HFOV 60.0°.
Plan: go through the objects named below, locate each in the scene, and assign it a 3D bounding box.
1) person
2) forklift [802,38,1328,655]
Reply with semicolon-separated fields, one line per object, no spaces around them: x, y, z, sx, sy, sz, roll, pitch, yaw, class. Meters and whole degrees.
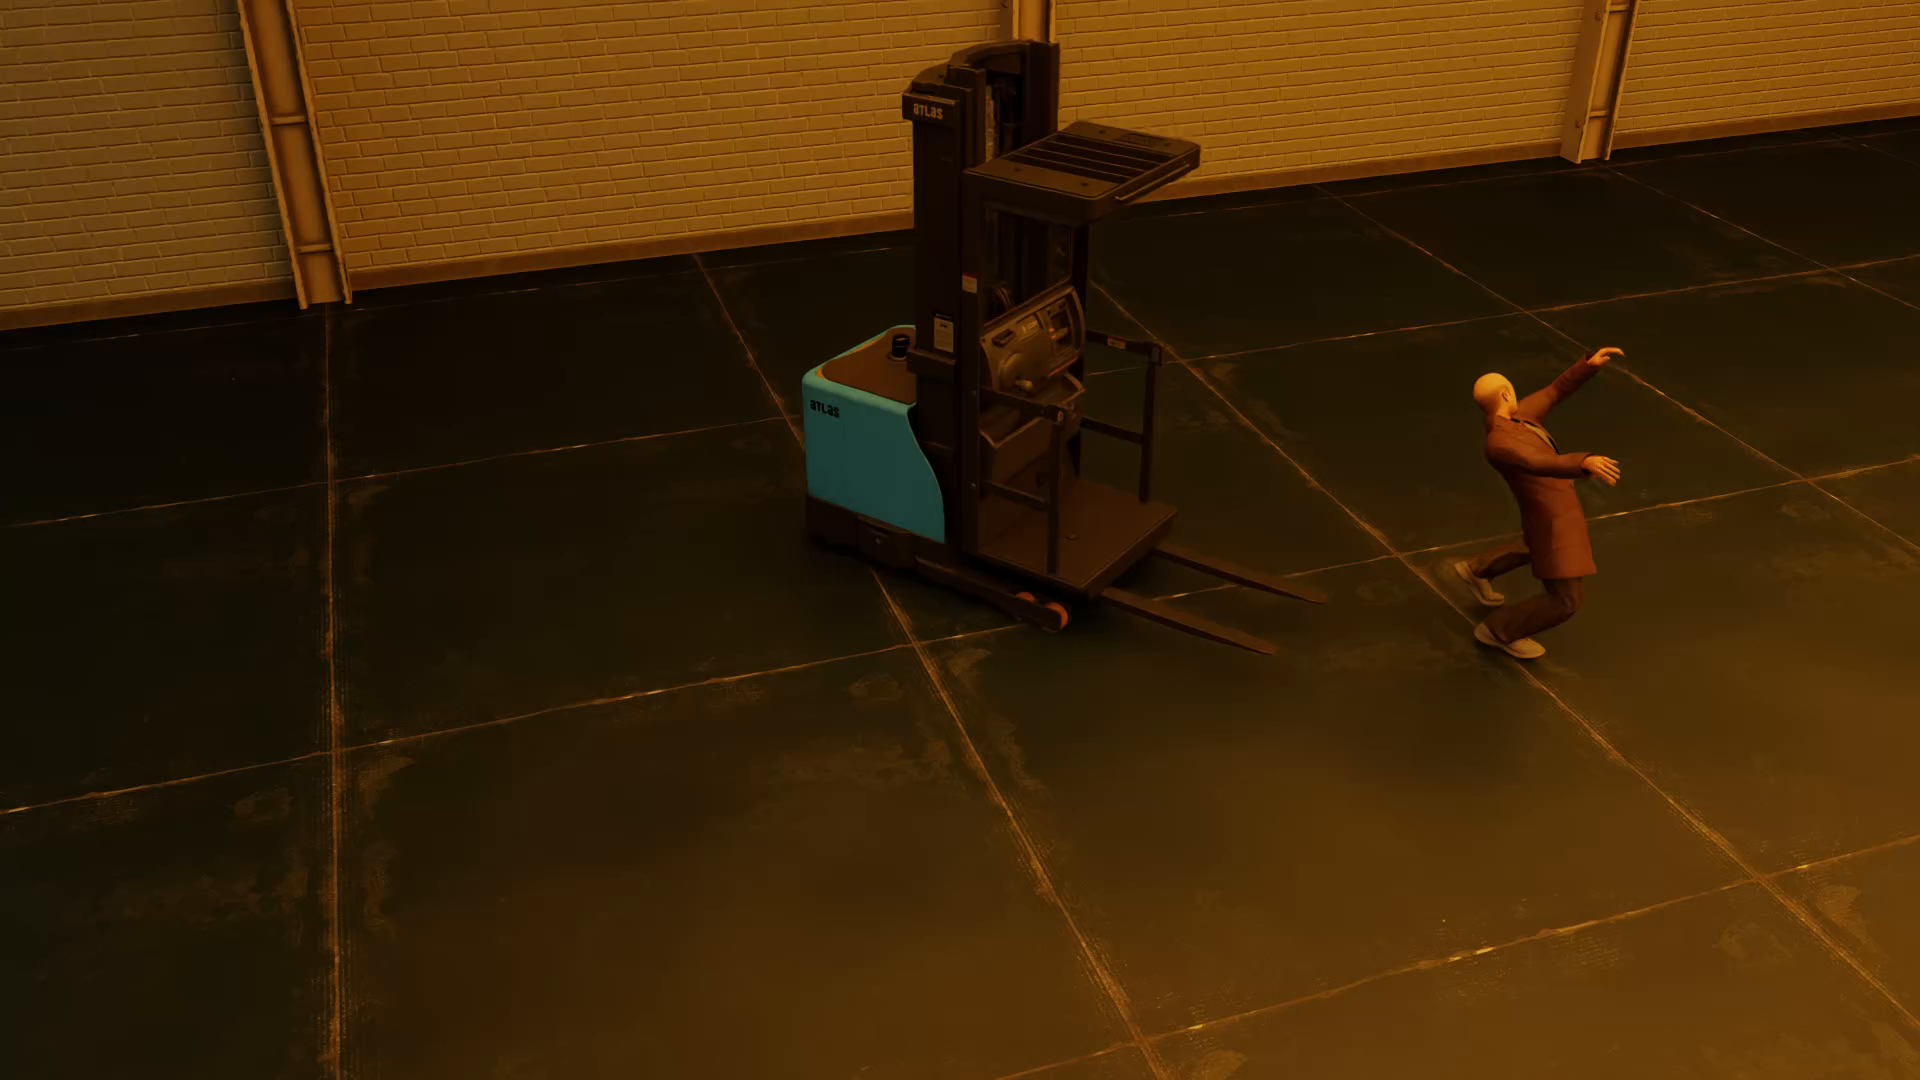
2.962;-0.115;8.557;0.687;1.643;1.085;4;30;8;person
0.572;-1.061;8.931;3.031;2.935;1.130;20;35;30;forklift
